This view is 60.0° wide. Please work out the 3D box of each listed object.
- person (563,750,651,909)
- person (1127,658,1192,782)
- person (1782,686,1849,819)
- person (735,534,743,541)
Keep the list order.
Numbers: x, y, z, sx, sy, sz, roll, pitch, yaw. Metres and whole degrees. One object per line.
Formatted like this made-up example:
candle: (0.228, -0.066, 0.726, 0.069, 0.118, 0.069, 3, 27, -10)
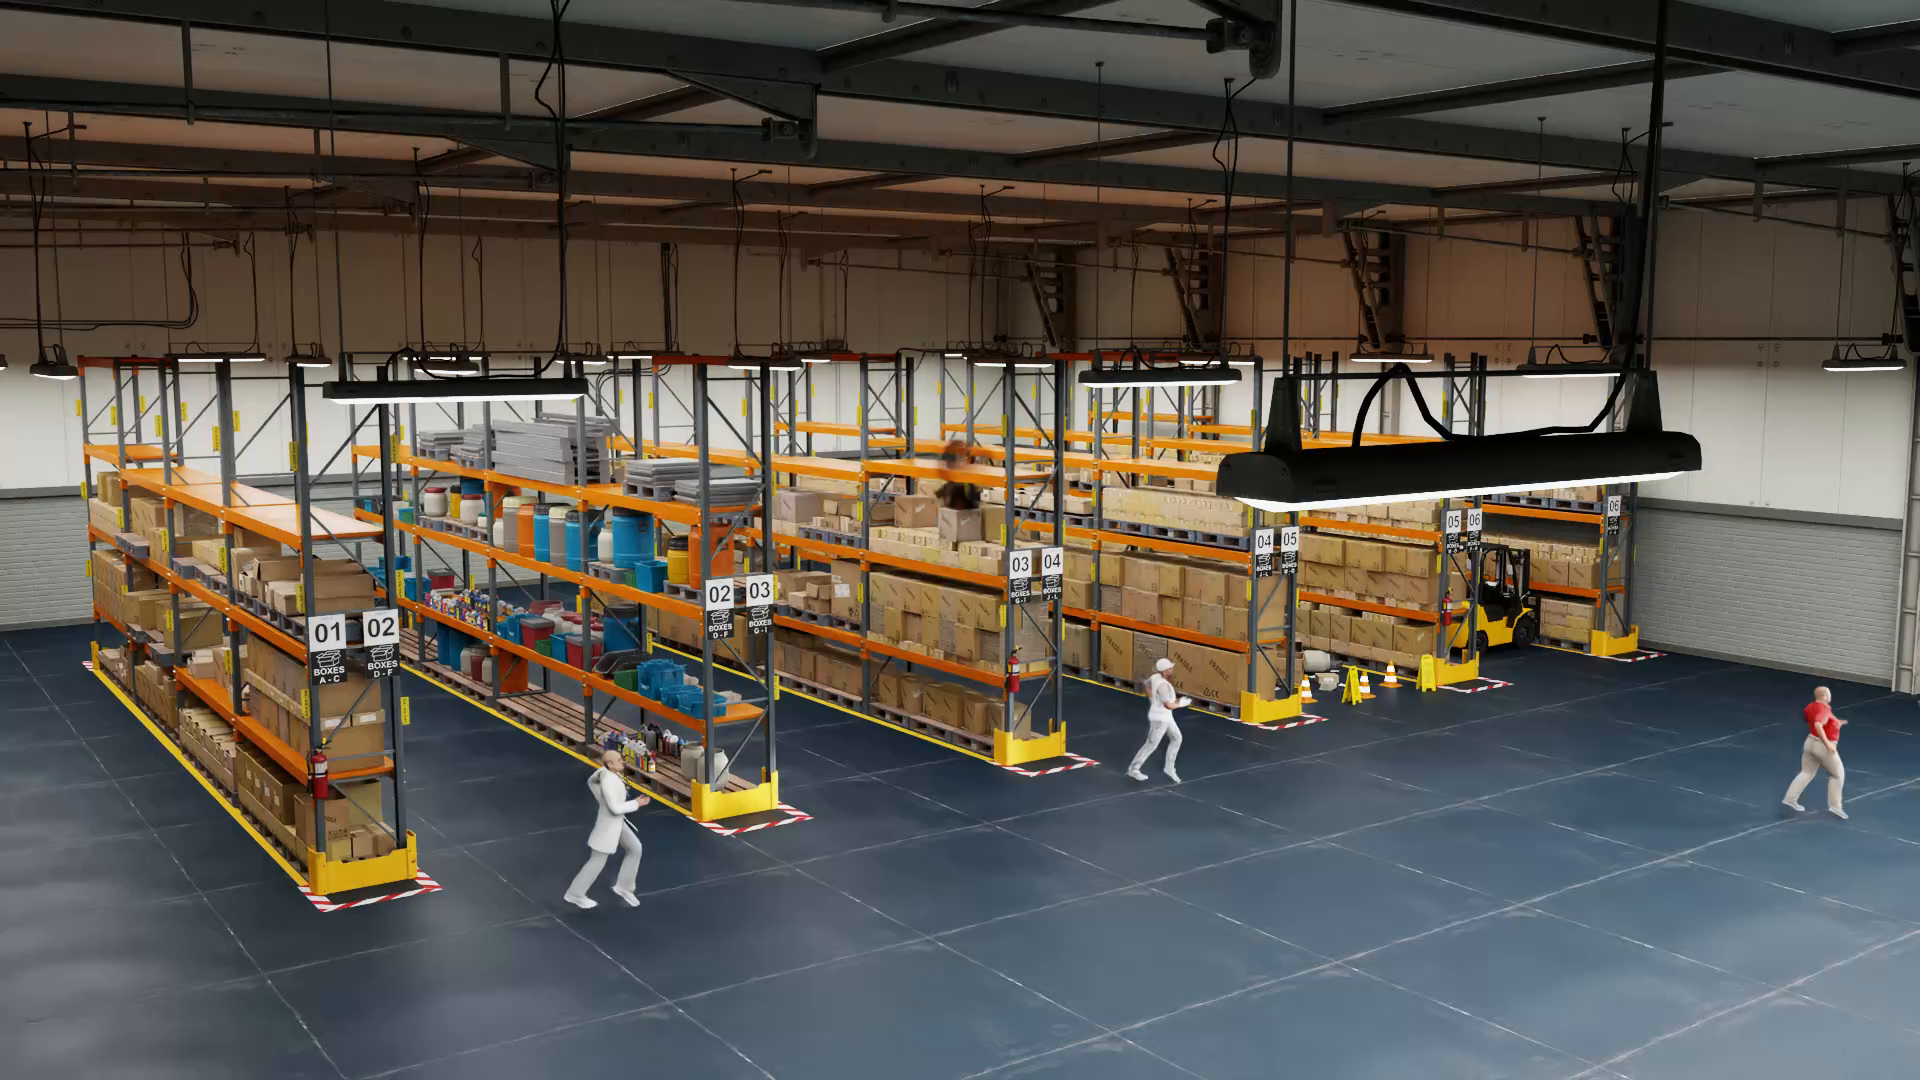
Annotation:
person: (-3.901, 3.266, 18.482, 0.947, 1.739, 0.732, -1, 7, -5)
person: (2.839, 2.581, 23.713, 0.909, 1.825, 0.698, 1, 7, 4)
person: (11.364, 2.814, 21.983, 0.808, 1.788, 0.640, -1, 7, -9)
person: (-5.491, 0.571, 40.974, 0.668, 1.611, 0.844, 3, 7, 21)
